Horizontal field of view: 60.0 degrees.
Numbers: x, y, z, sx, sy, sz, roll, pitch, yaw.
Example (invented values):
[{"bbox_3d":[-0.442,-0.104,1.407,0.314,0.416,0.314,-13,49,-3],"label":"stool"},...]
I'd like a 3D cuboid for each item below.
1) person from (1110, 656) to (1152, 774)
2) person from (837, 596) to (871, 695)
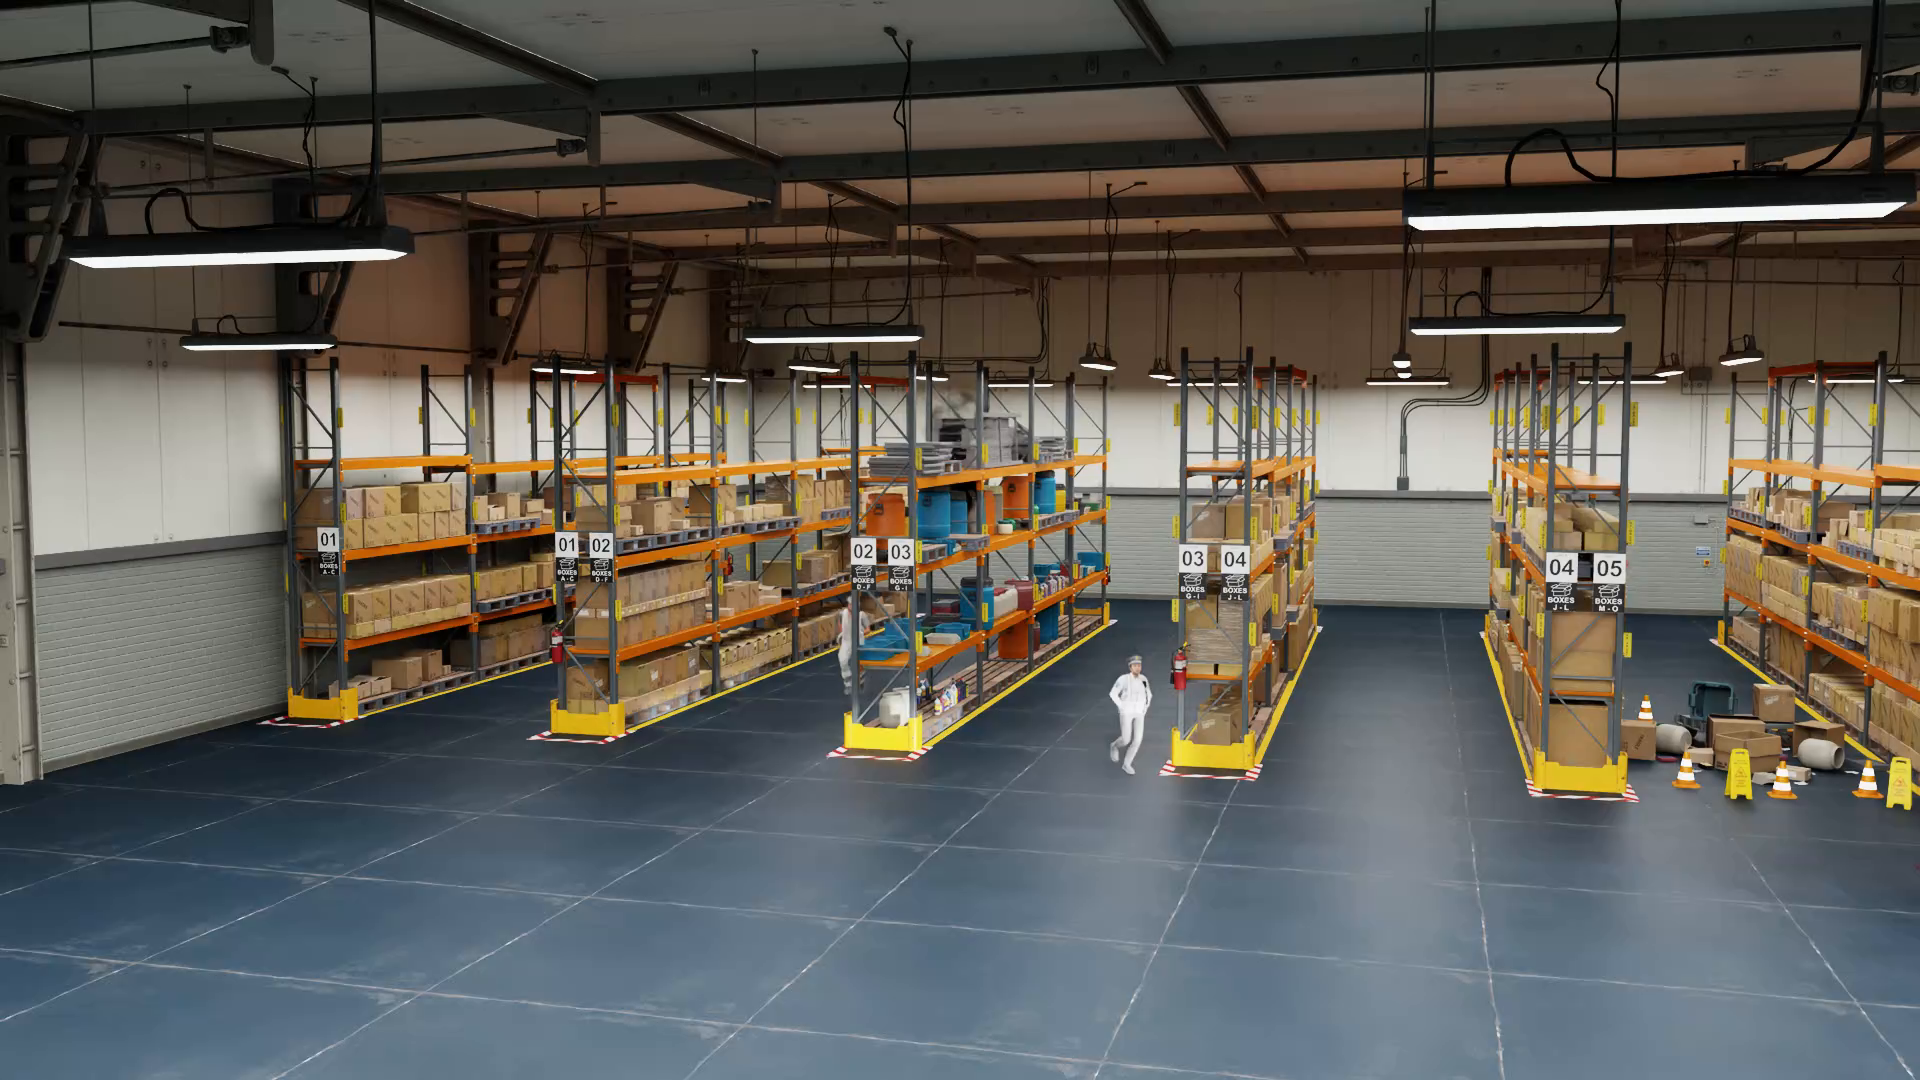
[{"bbox_3d":[2.447,2.454,23.614,0.639,1.661,0.519,-1,4,-16],"label":"person"},{"bbox_3d":[-1.849,1.825,28.968,0.607,1.767,0.992,0,4,6],"label":"person"}]
